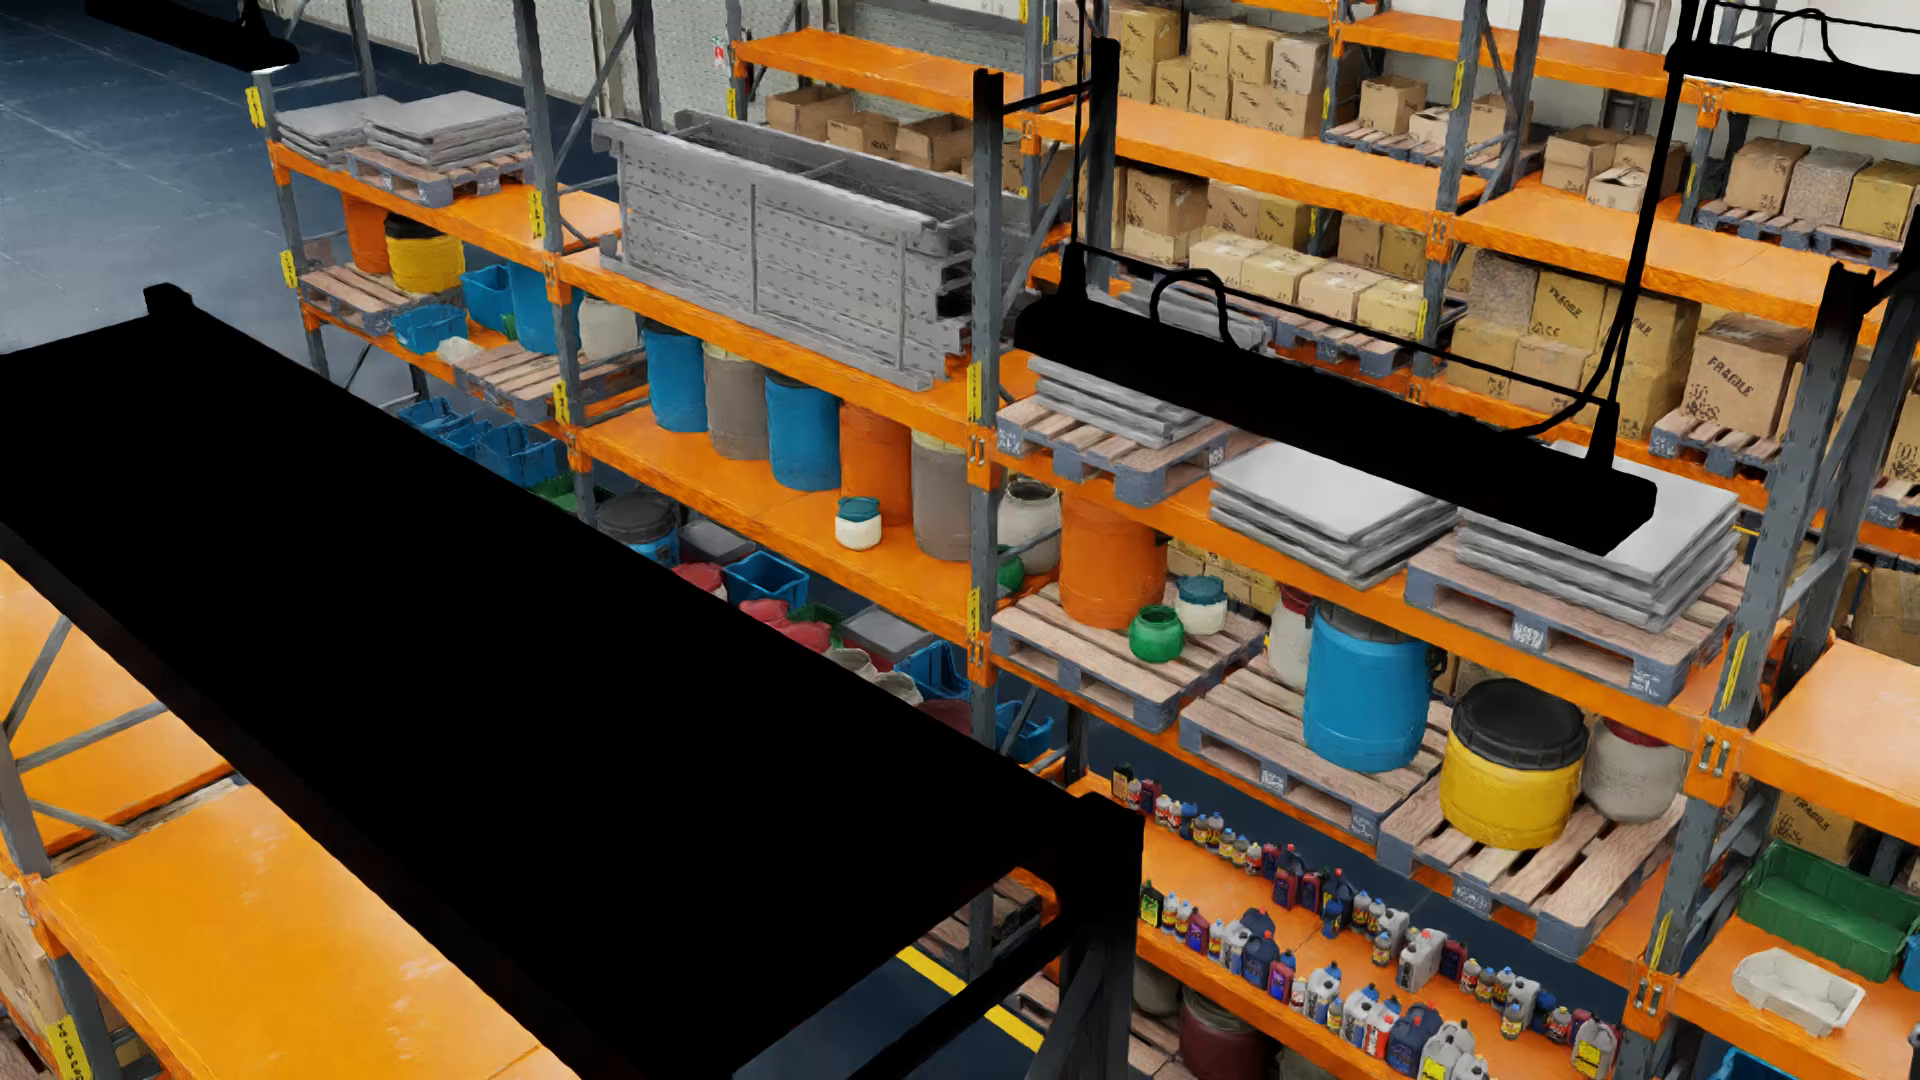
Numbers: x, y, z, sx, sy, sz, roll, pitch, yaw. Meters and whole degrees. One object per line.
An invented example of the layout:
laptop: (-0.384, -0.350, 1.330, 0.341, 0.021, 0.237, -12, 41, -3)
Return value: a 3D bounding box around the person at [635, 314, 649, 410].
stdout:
person: (-3.155, -1.806, 17.697, 0.797, 1.701, 0.708, 12, 32, 20)
